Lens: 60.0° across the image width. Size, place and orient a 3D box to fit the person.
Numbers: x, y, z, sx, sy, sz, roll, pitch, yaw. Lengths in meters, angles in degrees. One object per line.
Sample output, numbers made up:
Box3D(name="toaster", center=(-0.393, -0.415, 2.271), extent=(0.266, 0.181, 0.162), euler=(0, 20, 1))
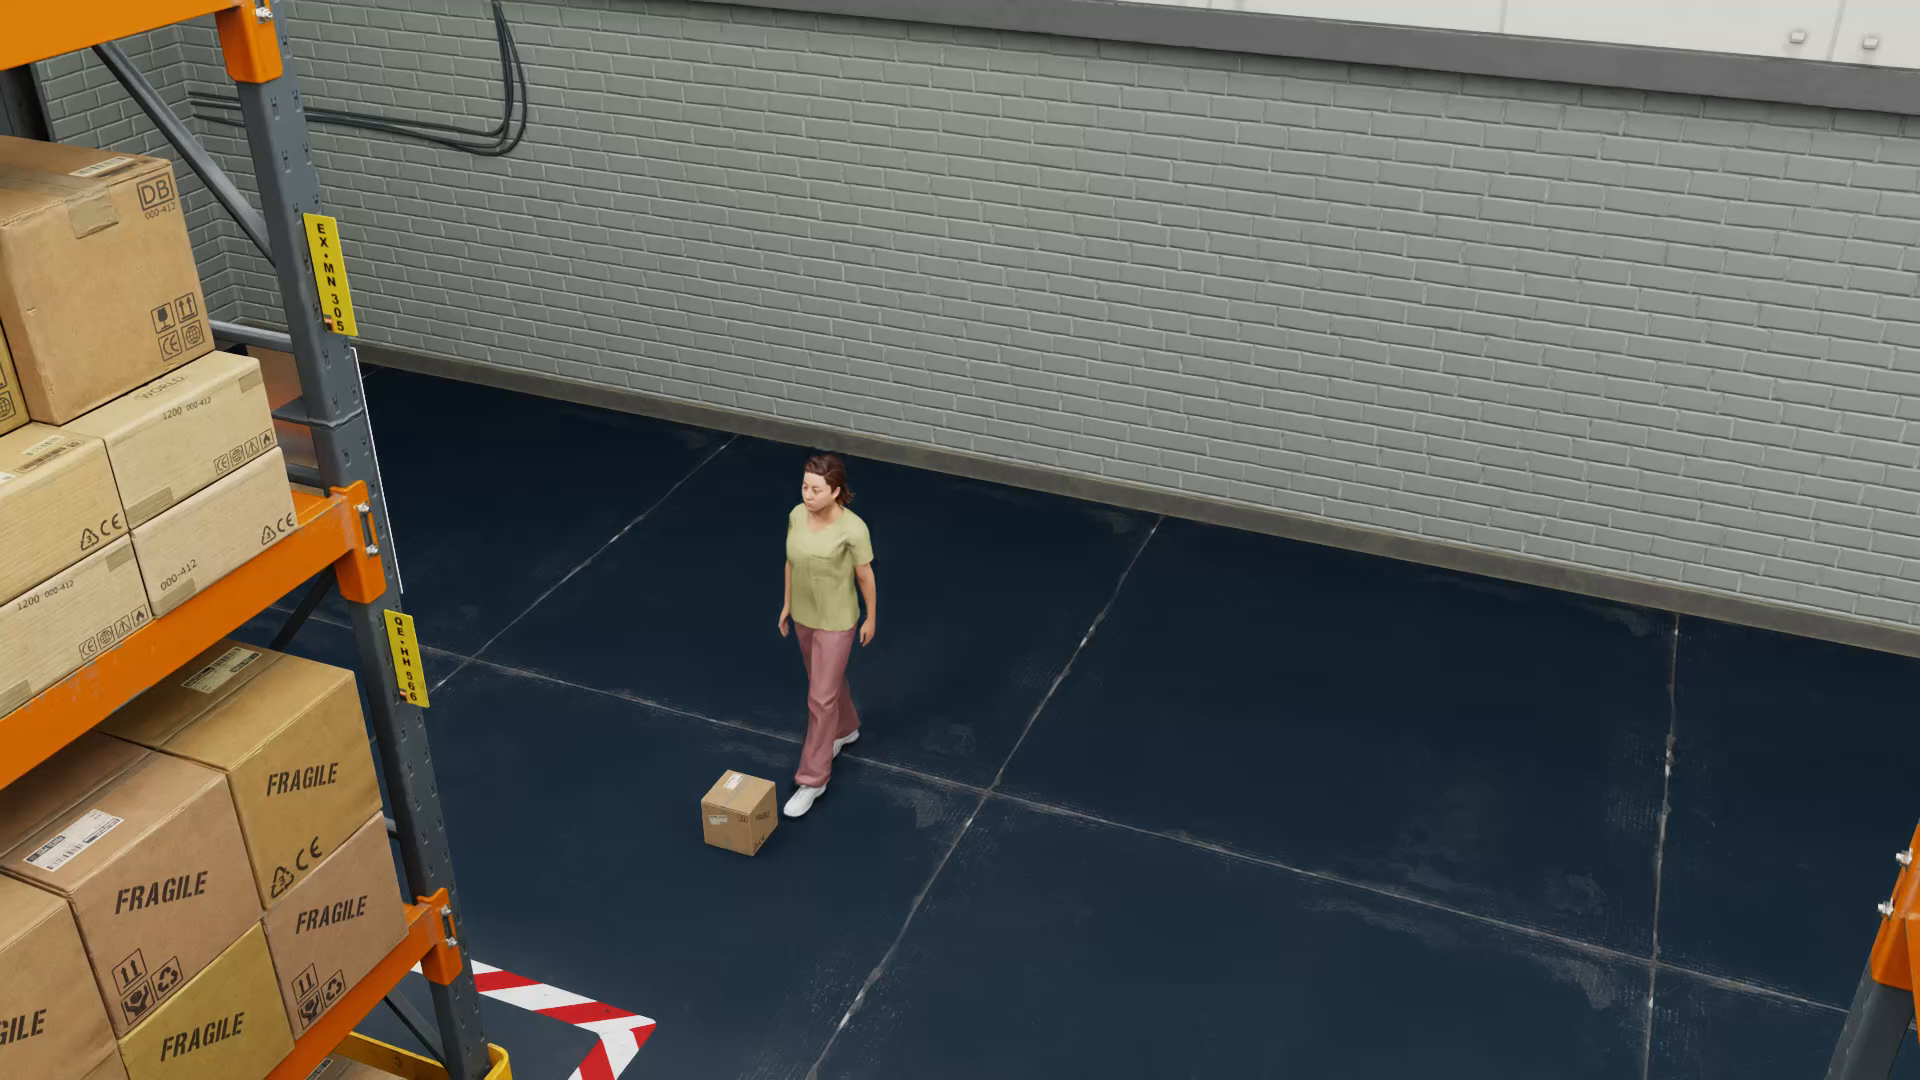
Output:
Box3D(name="person", center=(-0.705, 0.411, 7.665), extent=(0.447, 1.652, 0.735), euler=(20, 35, 30))
